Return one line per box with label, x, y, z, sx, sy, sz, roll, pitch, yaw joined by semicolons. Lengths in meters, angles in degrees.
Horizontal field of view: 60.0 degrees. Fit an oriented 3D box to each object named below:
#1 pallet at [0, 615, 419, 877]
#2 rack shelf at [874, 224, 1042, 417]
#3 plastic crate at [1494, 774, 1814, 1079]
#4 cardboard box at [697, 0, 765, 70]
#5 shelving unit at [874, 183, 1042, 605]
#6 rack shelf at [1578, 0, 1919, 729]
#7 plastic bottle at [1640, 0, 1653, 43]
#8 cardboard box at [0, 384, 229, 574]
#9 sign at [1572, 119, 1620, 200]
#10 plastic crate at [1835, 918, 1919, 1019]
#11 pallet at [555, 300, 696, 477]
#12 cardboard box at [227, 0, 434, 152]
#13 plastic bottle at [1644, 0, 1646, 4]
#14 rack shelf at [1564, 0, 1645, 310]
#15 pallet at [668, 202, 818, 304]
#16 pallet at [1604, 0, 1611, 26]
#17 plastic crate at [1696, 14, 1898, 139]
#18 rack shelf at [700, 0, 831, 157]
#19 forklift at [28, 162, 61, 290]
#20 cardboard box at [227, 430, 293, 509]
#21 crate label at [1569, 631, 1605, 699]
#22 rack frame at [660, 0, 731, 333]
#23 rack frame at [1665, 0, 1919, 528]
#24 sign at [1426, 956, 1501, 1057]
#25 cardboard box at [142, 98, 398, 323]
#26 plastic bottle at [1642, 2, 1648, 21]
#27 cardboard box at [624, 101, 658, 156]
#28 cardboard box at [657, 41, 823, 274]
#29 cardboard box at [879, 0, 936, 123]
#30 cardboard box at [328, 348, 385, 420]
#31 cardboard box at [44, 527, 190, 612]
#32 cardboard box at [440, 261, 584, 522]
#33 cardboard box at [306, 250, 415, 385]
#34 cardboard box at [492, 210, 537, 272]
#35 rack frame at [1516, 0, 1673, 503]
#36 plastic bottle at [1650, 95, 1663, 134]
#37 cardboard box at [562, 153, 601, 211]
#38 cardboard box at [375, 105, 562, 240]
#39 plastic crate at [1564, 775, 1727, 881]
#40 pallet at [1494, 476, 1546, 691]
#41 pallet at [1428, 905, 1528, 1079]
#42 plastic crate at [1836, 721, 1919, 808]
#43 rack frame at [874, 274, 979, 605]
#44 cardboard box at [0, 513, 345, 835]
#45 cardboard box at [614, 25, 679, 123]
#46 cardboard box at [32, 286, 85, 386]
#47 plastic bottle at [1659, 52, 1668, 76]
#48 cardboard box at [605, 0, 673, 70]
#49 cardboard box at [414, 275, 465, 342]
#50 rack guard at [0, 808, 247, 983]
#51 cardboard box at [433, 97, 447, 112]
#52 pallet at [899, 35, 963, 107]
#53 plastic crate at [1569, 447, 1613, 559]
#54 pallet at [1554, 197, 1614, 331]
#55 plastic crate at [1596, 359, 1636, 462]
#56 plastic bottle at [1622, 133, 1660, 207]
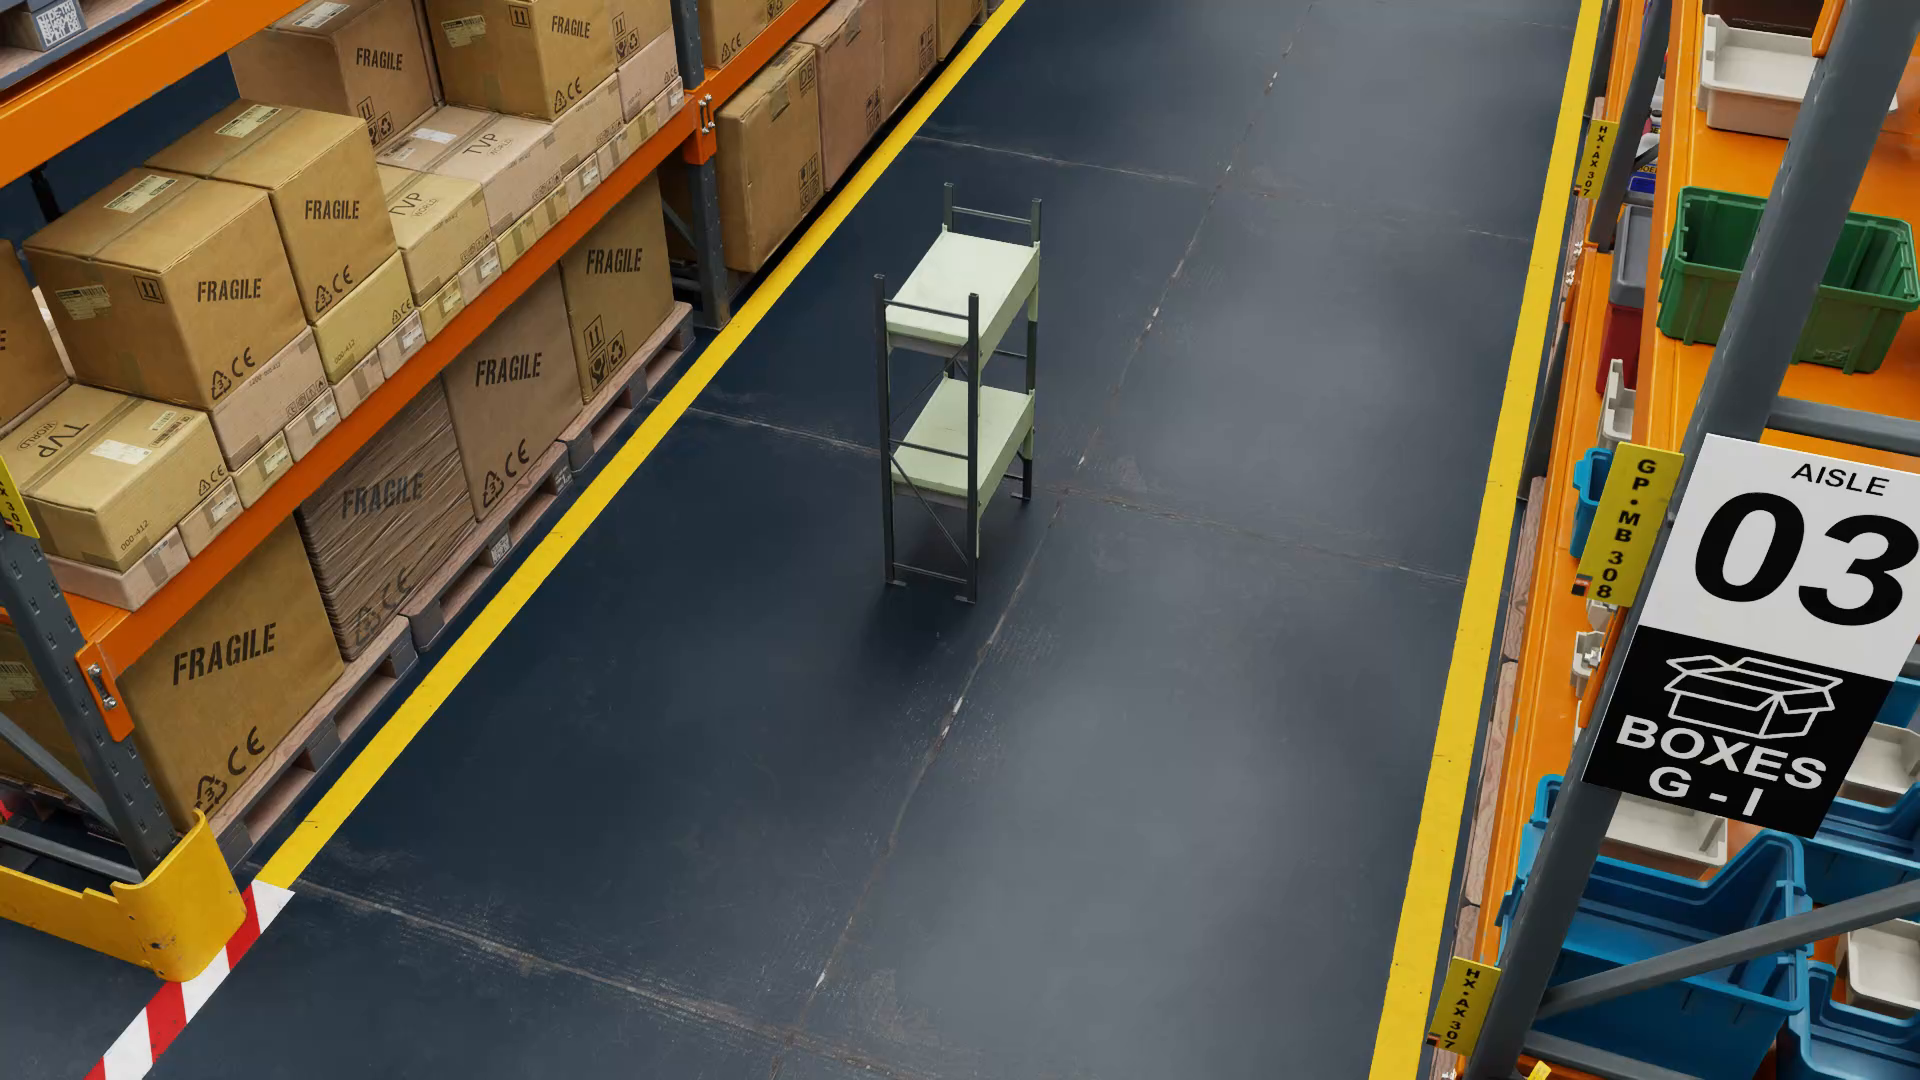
pallet;-2.839;0.649;6.326;1.003;0.211;1.213;13;42;15
rack shelf;0.002;-0.872;6.515;0.431;0.370;0.720;13;42;15
plastic crate;1.555;0.911;3.798;0.616;0.435;0.499;13;42;15
cardboard box;-1.278;-2.609;7.920;0.500;0.500;0.500;13;42;15
shelving unit;0.002;-0.575;6.768;0.431;1.500;0.755;13;42;15
rack shelf;2.300;-0.894;4.231;1.077;0.370;4.000;13;42;15
plastic bottle;3.367;-2.533;7.946;0.144;0.351;0.185;13;42;15
cardboard box;-2.621;-0.195;5.054;0.500;0.250;0.500;12;42;14
sign;2.467;-1.475;6.455;0.100;0.325;0.005;13;42;15
plastic crate;2.197;1.015;3.906;0.250;0.136;0.298;13;42;15
pallet;-2.004;-0.839;8.071;1.003;0.211;1.213;13;42;15
cardboard box;-2.424;-1.835;6.398;0.500;0.500;0.500;12;42;14
plastic bottle;3.518;-2.817;8.340;0.097;0.271;0.097;0;40;0
rack shelf;3.668;-2.193;8.064;1.077;0.370;4.000;13;42;15
pallet;-1.478;-1.773;9.165;1.003;0.211;1.213;13;42;15
pallet;5.072;-3.831;11.578;1.003;0.211;1.213;13;42;15
plastic crate;2.089;-1.163;4.195;0.437;0.136;0.530;13;42;15
rack shelf;-0.987;-3.292;9.352;1.077;0.370;4.000;13;42;15
forklift;-4.563;-1.709;6.995;1.130;2.935;3.031;13;42;14
cardboard box;-2.433;-0.267;5.446;0.380;0.149;0.250;12;42;14
crate label;1.910;0.384;4.646;0.396;0.136;0.243;13;42;15
rack frame;-1.671;-2.346;7.689;1.000;3.000;0.127;13;42;15
rack frame;1.616;-1.089;1.594;1.000;3.000;0.127;13;42;15
sign;1.093;1.019;3.619;0.100;0.325;0.005;13;42;15
cardboard box;-2.278;-1.103;5.540;0.500;0.500;0.500;12;42;14
plastic bottle;3.440;-2.676;8.175;0.097;0.271;0.097;0;40;0
cardboard box;-1.555;-1.835;7.283;0.380;0.149;0.250;14;42;16
cardboard box;-1.471;-2.092;8.705;1.225;0.875;0.875;13;42;15
cardboard box;-0.870;-3.179;9.979;1.225;0.875;0.875;13;42;15
cardboard box;-2.257;-0.581;5.814;0.380;0.149;0.250;13;42;14
cardboard box;-2.607;0.046;5.079;0.380;0.149;0.250;14;42;16
cardboard box;-2.279;-0.764;7.148;0.875;0.875;0.875;13;42;15
cardboard box;-2.274;-0.820;5.786;0.500;0.250;0.500;12;42;14
cardboard box;-1.906;-1.208;6.548;0.380;0.149;0.250;13;42;14
rack frame;2.984;-1.247;6.400;1.000;3.000;0.127;13;42;15
plastic bottle;2.940;-1.735;7.068;0.152;0.276;0.135;13;42;15
cardboard box;-1.731;-1.521;6.916;0.380;0.149;0.250;14;42;16
cardboard box;-1.924;-1.447;6.522;0.500;0.250;0.500;14;42;16
plastic crate;1.725;0.733;4.237;0.396;0.136;0.243;13;42;15
pallet;2.769;0.271;6.770;1.003;0.211;1.213;13;42;15
pallet;1.934;1.759;5.025;1.003;0.211;1.213;13;42;15
plastic crate;2.429;0.602;4.391;0.250;0.136;0.298;13;42;15
rack frame;-0.123;-0.351;6.506;0.400;1.500;0.023;13;42;15
cardboard box;-2.895;0.334;5.861;0.875;0.875;0.875;13;42;15
cardboard box;-1.575;-2.075;7.257;0.500;0.250;0.500;13;42;14
cardboard box;-2.948;-0.626;5.559;0.500;0.250;0.500;13;42;14
plastic bottle;3.054;-1.974;7.291;0.144;0.351;0.185;13;42;15
cardboard box;-1.577;-2.348;6.999;0.500;0.500;0.500;14;43;16
cardboard box;-2.082;-0.893;6.179;0.380;0.149;0.250;12;42;14
rack guard;-3.047;1.059;5.623;1.175;0.500;0.348;13;42;15
cardboard box;-2.252;-1.872;7.019;0.500;0.250;0.500;13;42;15
pallet;-0.643;-3.261;10.909;1.003;0.211;1.213;13;42;15
plastic crate;2.077;-0.076;5.111;0.416;0.233;0.300;13;42;15
pallet;3.702;-1.394;8.721;1.003;0.211;1.213;13;42;15
plastic crate;2.288;-0.334;5.376;0.437;0.282;0.530;13;42;15
plastic bottle;2.815;-1.512;6.806;0.152;0.276;0.135;13;42;15
